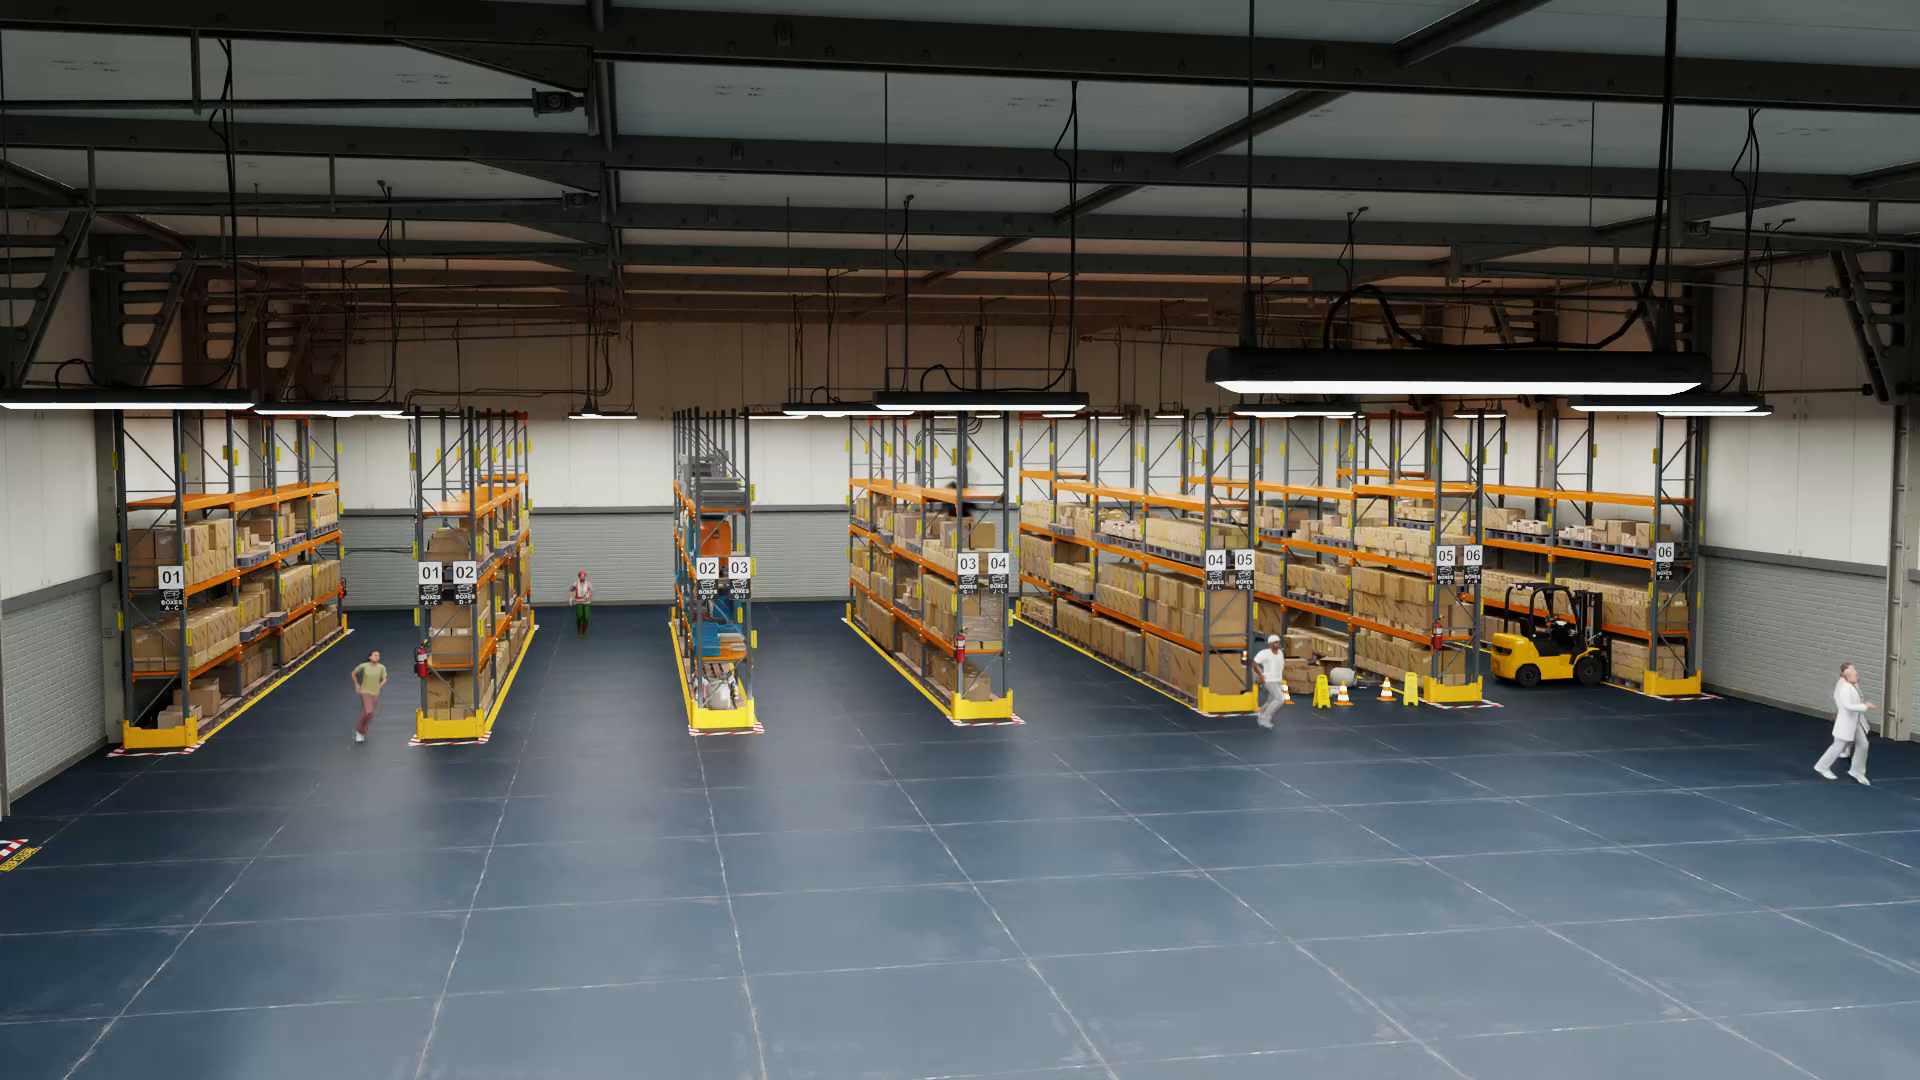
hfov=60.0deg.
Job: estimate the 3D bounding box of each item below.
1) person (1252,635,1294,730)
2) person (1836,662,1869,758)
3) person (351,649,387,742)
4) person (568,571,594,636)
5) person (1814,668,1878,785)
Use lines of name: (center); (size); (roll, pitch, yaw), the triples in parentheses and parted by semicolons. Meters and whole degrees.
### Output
person: (5.869, 2.649, 31.018); (0.682, 1.770, 0.668); (4, 6, 43)
person: (15.074, 2.888, 28.165); (0.616, 1.641, 0.568); (-2, 5, -28)
person: (-10.595, 2.780, 29.887); (0.598, 1.641, 0.597); (-3, 5, -40)
person: (-10.009, 1.698, 44.070); (0.645, 1.749, 0.658); (-2, 4, -21)
person: (14.061, 2.959, 26.380); (0.689, 1.862, 0.881); (-4, 6, -44)
